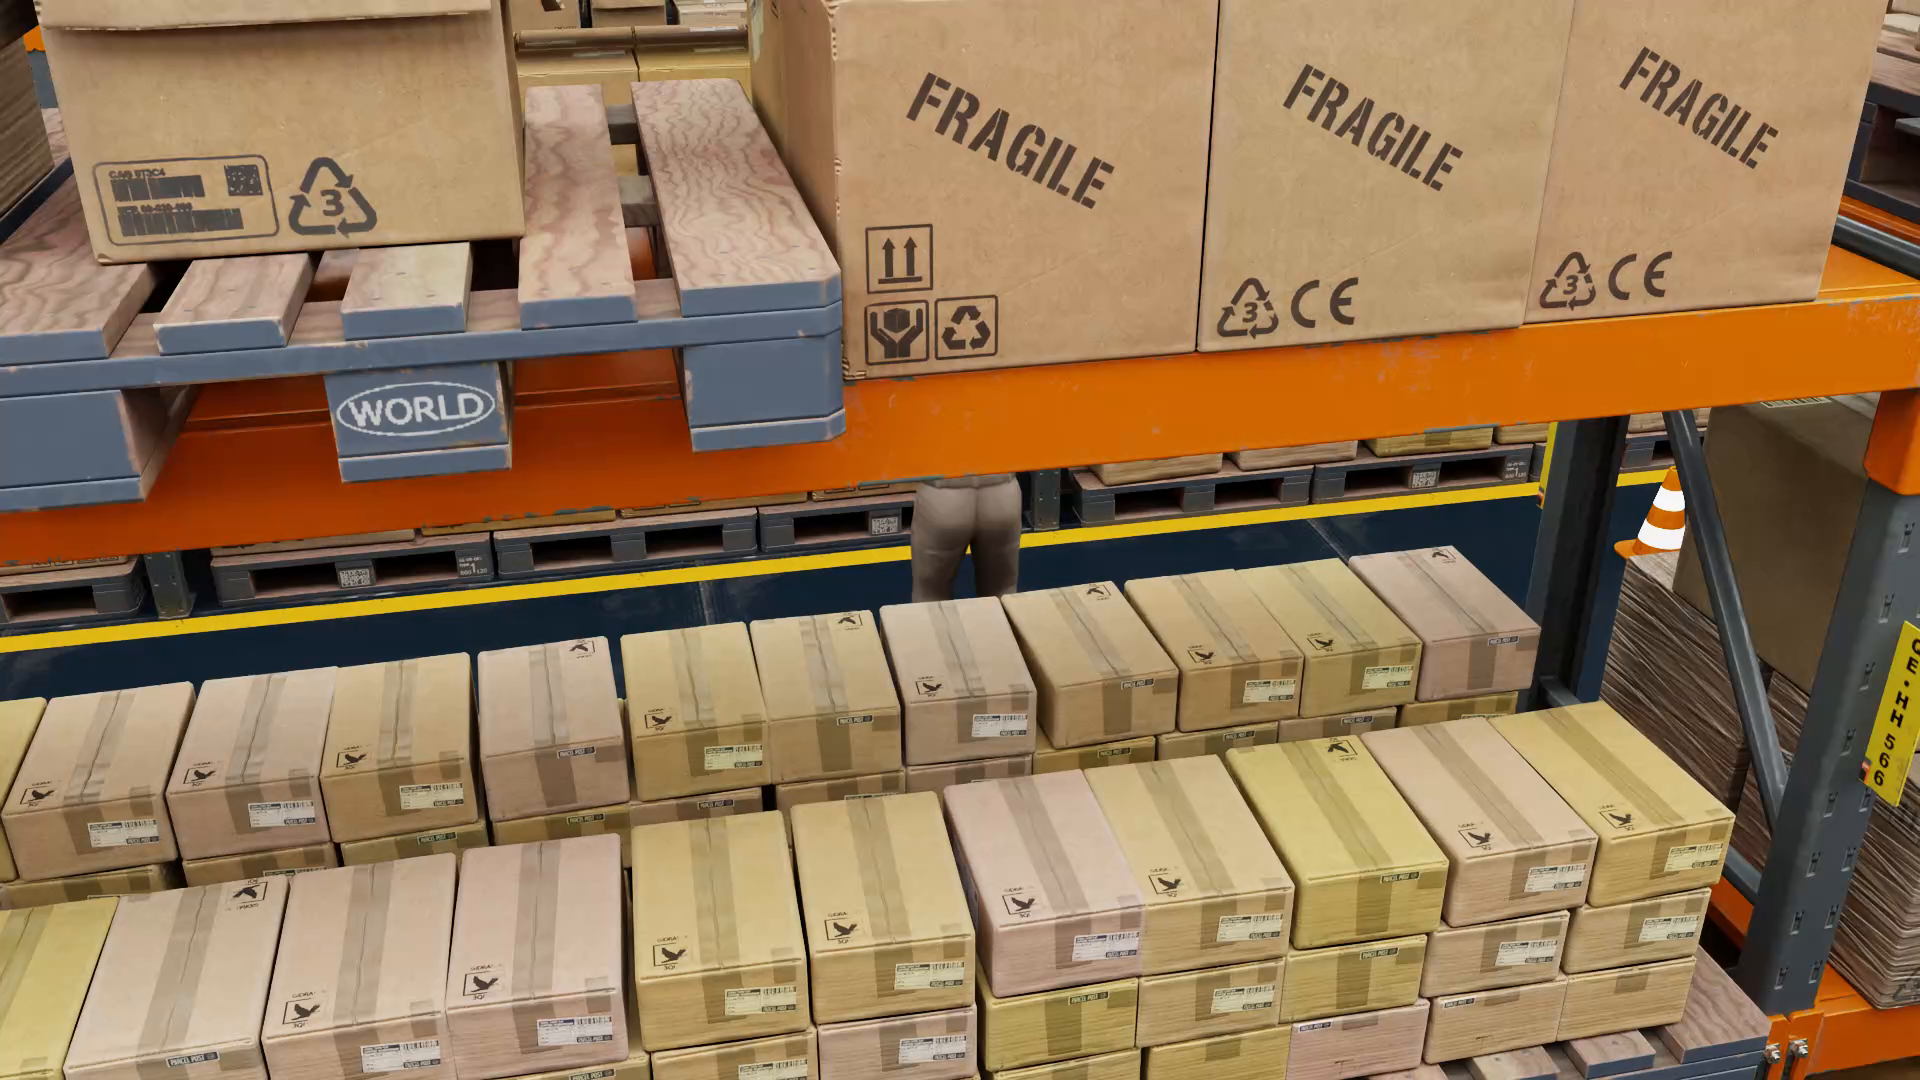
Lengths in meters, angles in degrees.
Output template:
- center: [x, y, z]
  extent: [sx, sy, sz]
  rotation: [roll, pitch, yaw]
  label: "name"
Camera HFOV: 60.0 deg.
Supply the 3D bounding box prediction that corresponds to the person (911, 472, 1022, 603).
- center: [-0.008, -0.165, 6.476]
  extent: [0.493, 1.712, 0.537]
  rotation: [-6, 27, -11]
  label: "person"
